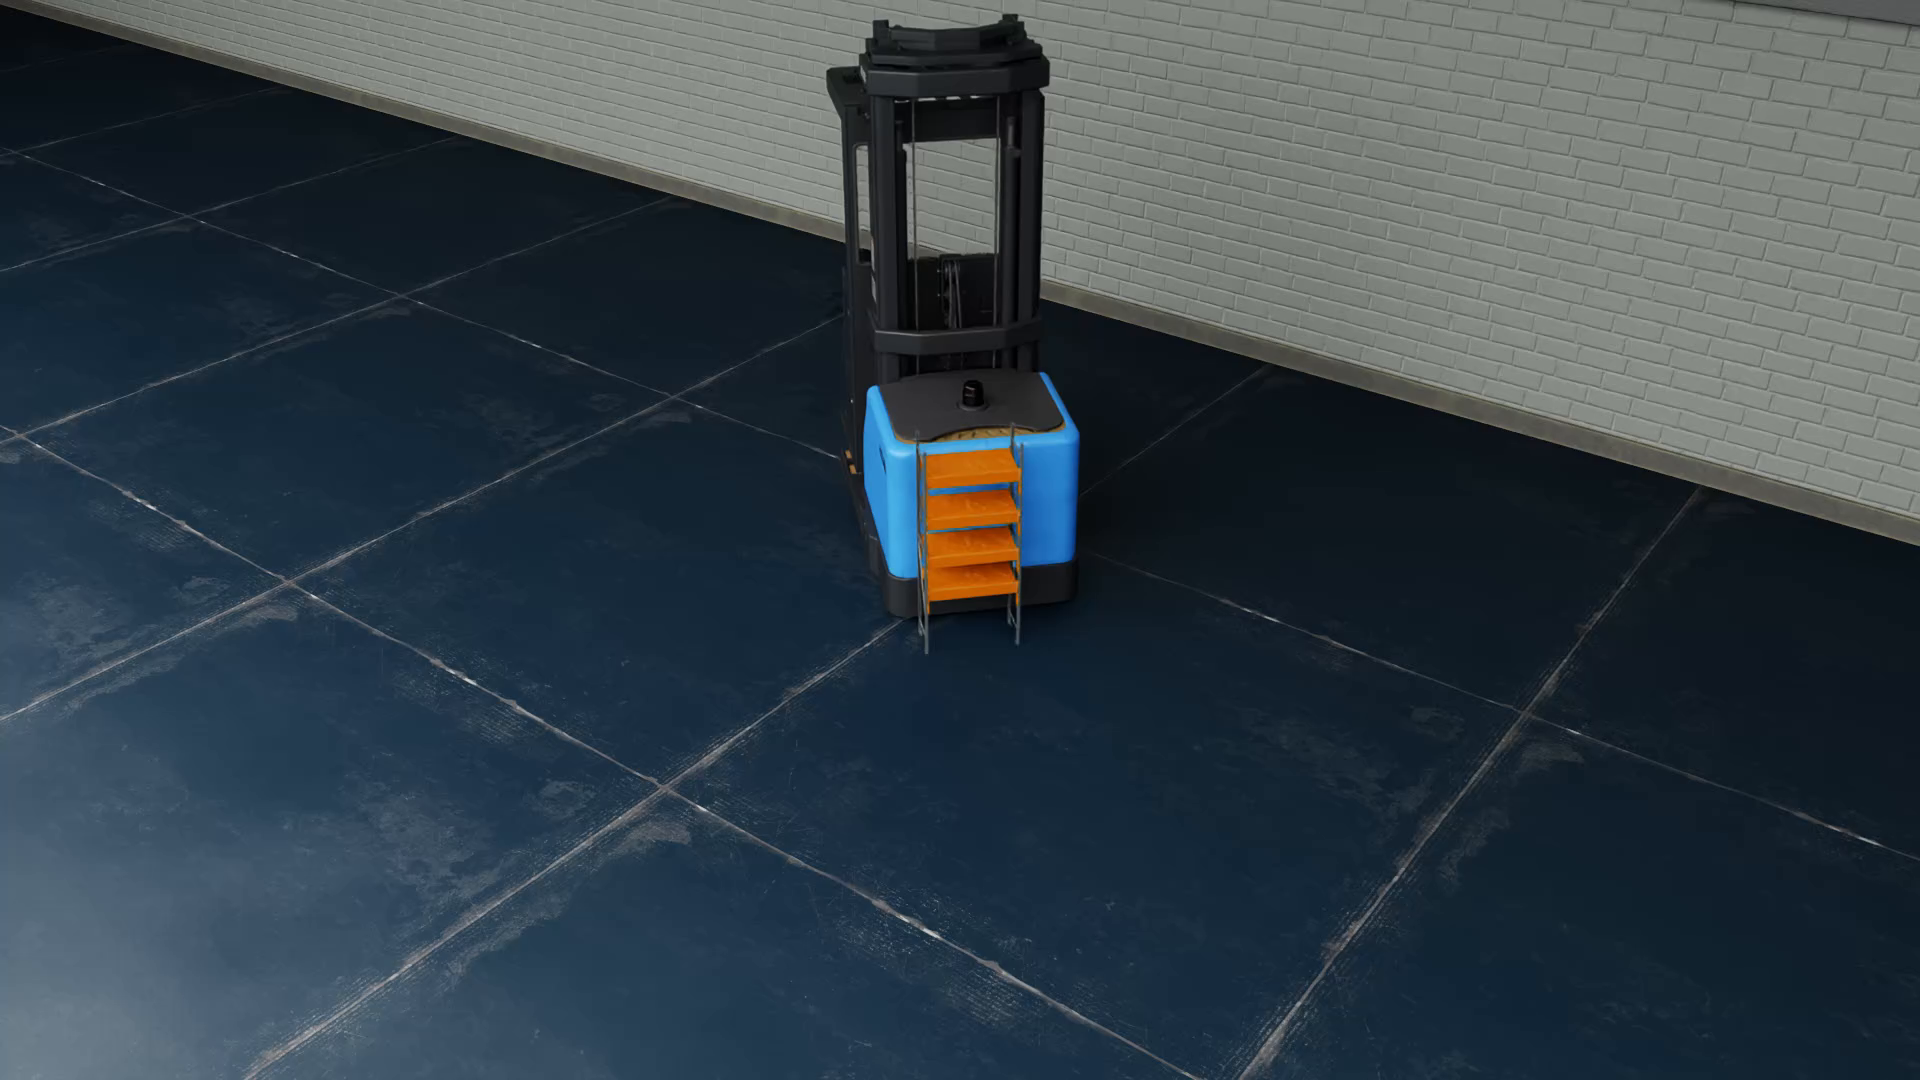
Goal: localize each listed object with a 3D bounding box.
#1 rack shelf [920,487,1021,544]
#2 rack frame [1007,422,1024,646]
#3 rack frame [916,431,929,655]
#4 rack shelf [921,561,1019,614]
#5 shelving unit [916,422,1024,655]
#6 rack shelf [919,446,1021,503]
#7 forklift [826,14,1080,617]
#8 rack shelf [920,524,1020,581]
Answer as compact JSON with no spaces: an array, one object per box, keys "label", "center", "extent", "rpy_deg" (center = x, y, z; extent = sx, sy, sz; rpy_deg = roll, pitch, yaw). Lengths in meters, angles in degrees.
[{"label":"rack shelf","center":[0.046,-0.128,8.483],"extent":[0.480,0.148,0.258],"rpy_deg":[-5,31,-9]},{"label":"rack frame","center":[0.286,-0.017,8.601],"extent":[0.015,1.200,0.240],"rpy_deg":[-5,31,-9]},{"label":"rack frame","center":[-0.193,0.029,8.523],"extent":[0.015,1.200,0.240],"rpy_deg":[-5,31,-9]},{"label":"rack shelf","center":[0.046,0.235,8.698],"extent":[0.480,0.148,0.258],"rpy_deg":[-5,31,-9]},{"label":"shelving unit","center":[0.046,0.006,8.562],"extent":[0.503,1.200,0.258],"rpy_deg":[-5,31,-9]},{"label":"rack shelf","center":[0.046,-0.332,8.362],"extent":[0.480,0.148,0.258],"rpy_deg":[-5,31,-9]},{"label":"forklift","center":[-0.136,-1.584,9.547],"extent":[1.130,2.935,3.031],"rpy_deg":[-5,31,-9]},{"label":"rack shelf","center":[0.046,0.064,8.597],"extent":[0.480,0.148,0.258],"rpy_deg":[-5,31,-9]}]
